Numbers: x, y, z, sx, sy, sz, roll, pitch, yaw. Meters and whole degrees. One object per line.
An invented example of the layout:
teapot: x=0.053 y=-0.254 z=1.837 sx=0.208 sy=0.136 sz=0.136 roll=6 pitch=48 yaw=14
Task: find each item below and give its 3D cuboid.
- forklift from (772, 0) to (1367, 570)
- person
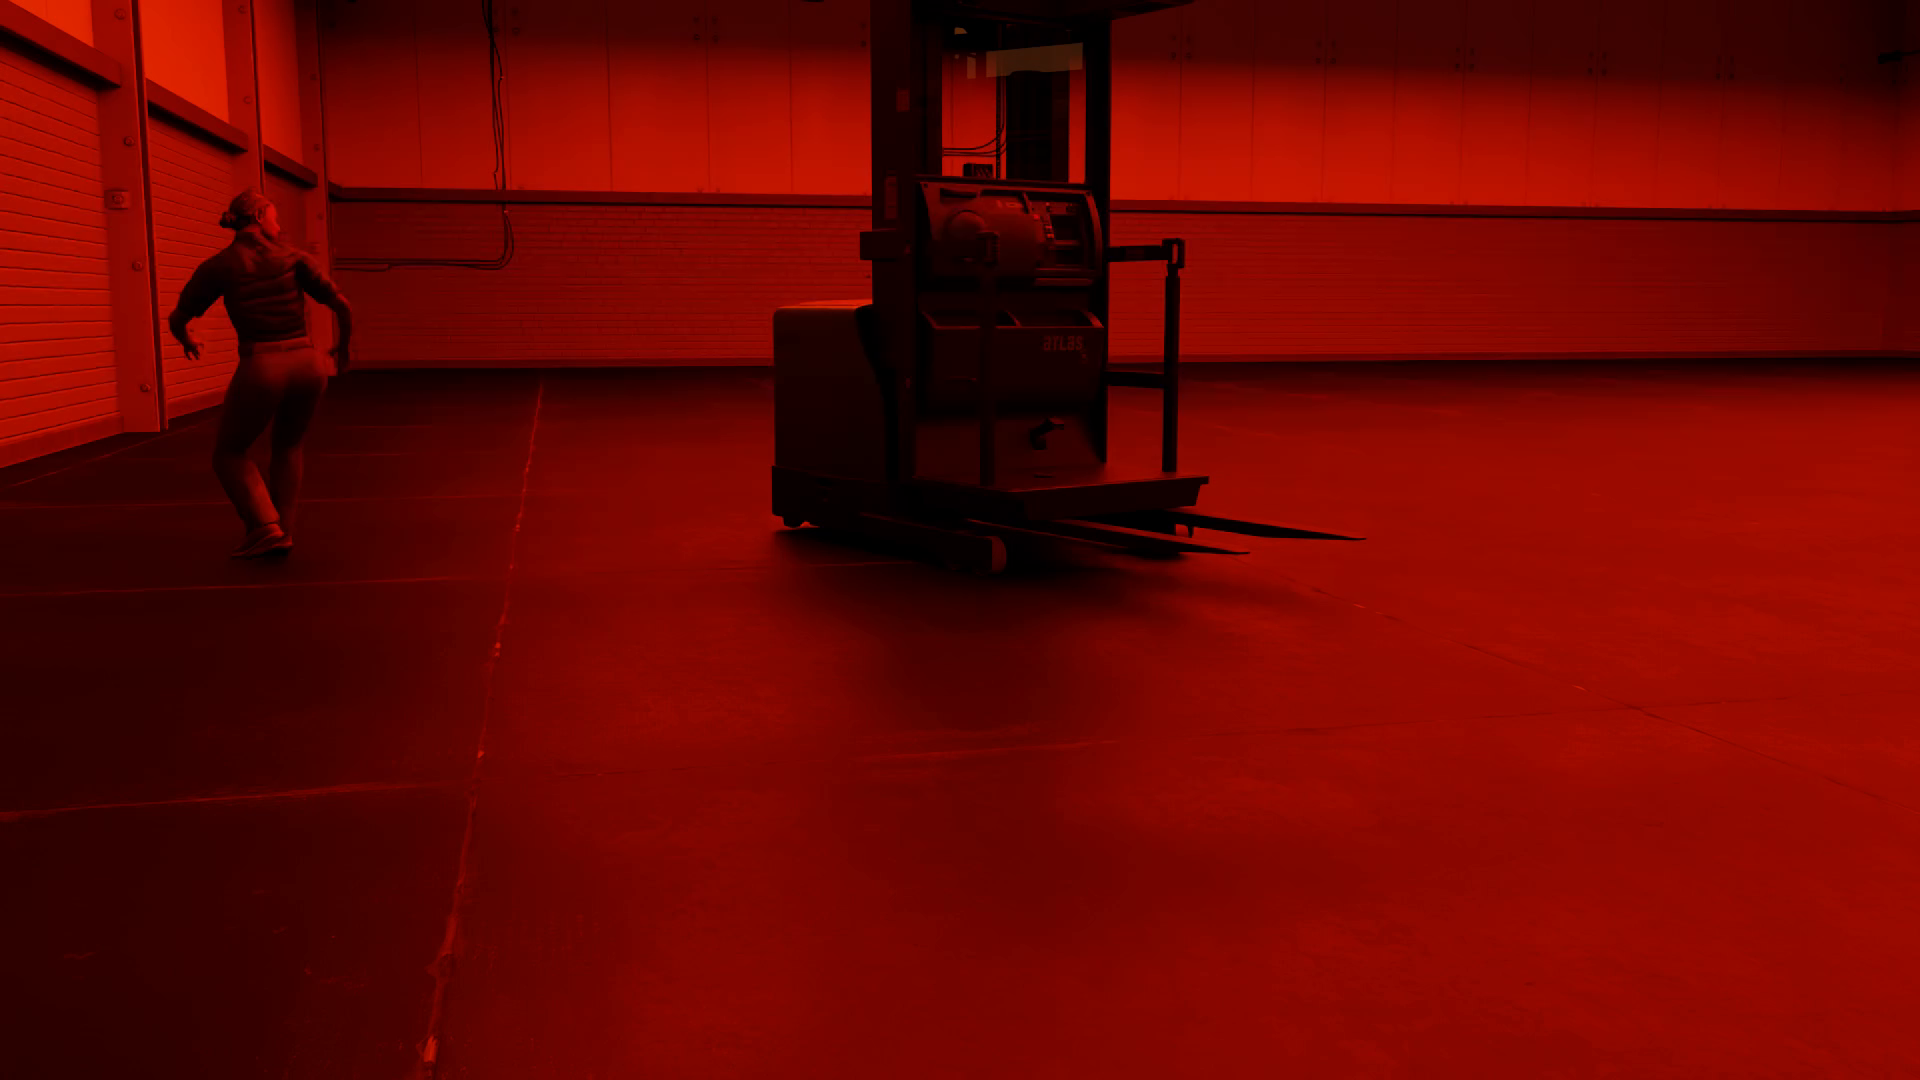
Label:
forklift: x=0.355 y=-1.383 z=7.015 sx=1.130 sy=2.935 sz=3.031 roll=-6 pitch=10 yaw=-35
person: x=-3.001 y=-0.715 z=7.192 sx=0.741 sy=1.558 sz=0.712 roll=-6 pitch=10 yaw=-36
